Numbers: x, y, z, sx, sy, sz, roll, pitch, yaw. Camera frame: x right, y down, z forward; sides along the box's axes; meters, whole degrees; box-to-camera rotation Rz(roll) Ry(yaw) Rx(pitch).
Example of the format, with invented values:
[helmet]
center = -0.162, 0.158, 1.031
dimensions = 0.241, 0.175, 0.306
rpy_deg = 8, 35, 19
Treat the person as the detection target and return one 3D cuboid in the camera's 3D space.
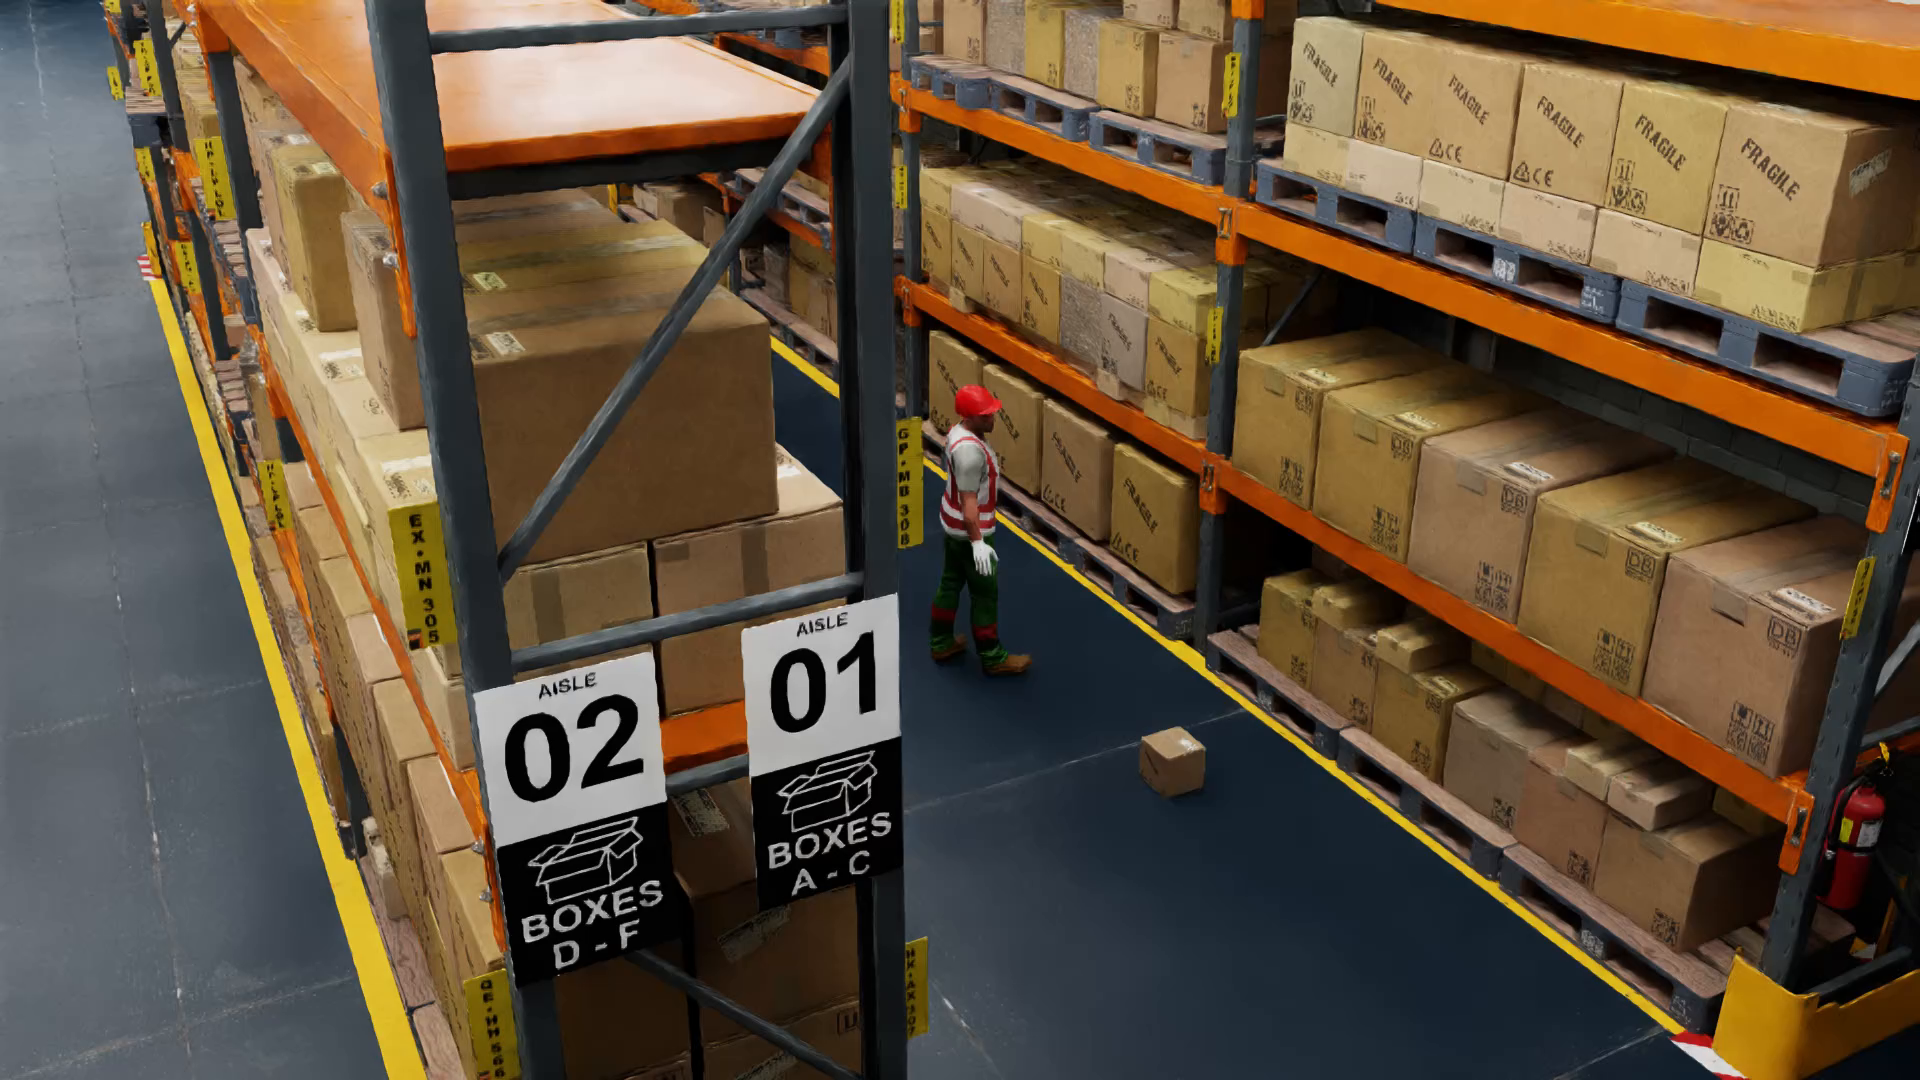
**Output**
[person]
center = 0.130, -0.055, 9.643
dimensions = 0.586, 1.787, 0.678
rpy_deg = -4, 26, -9
